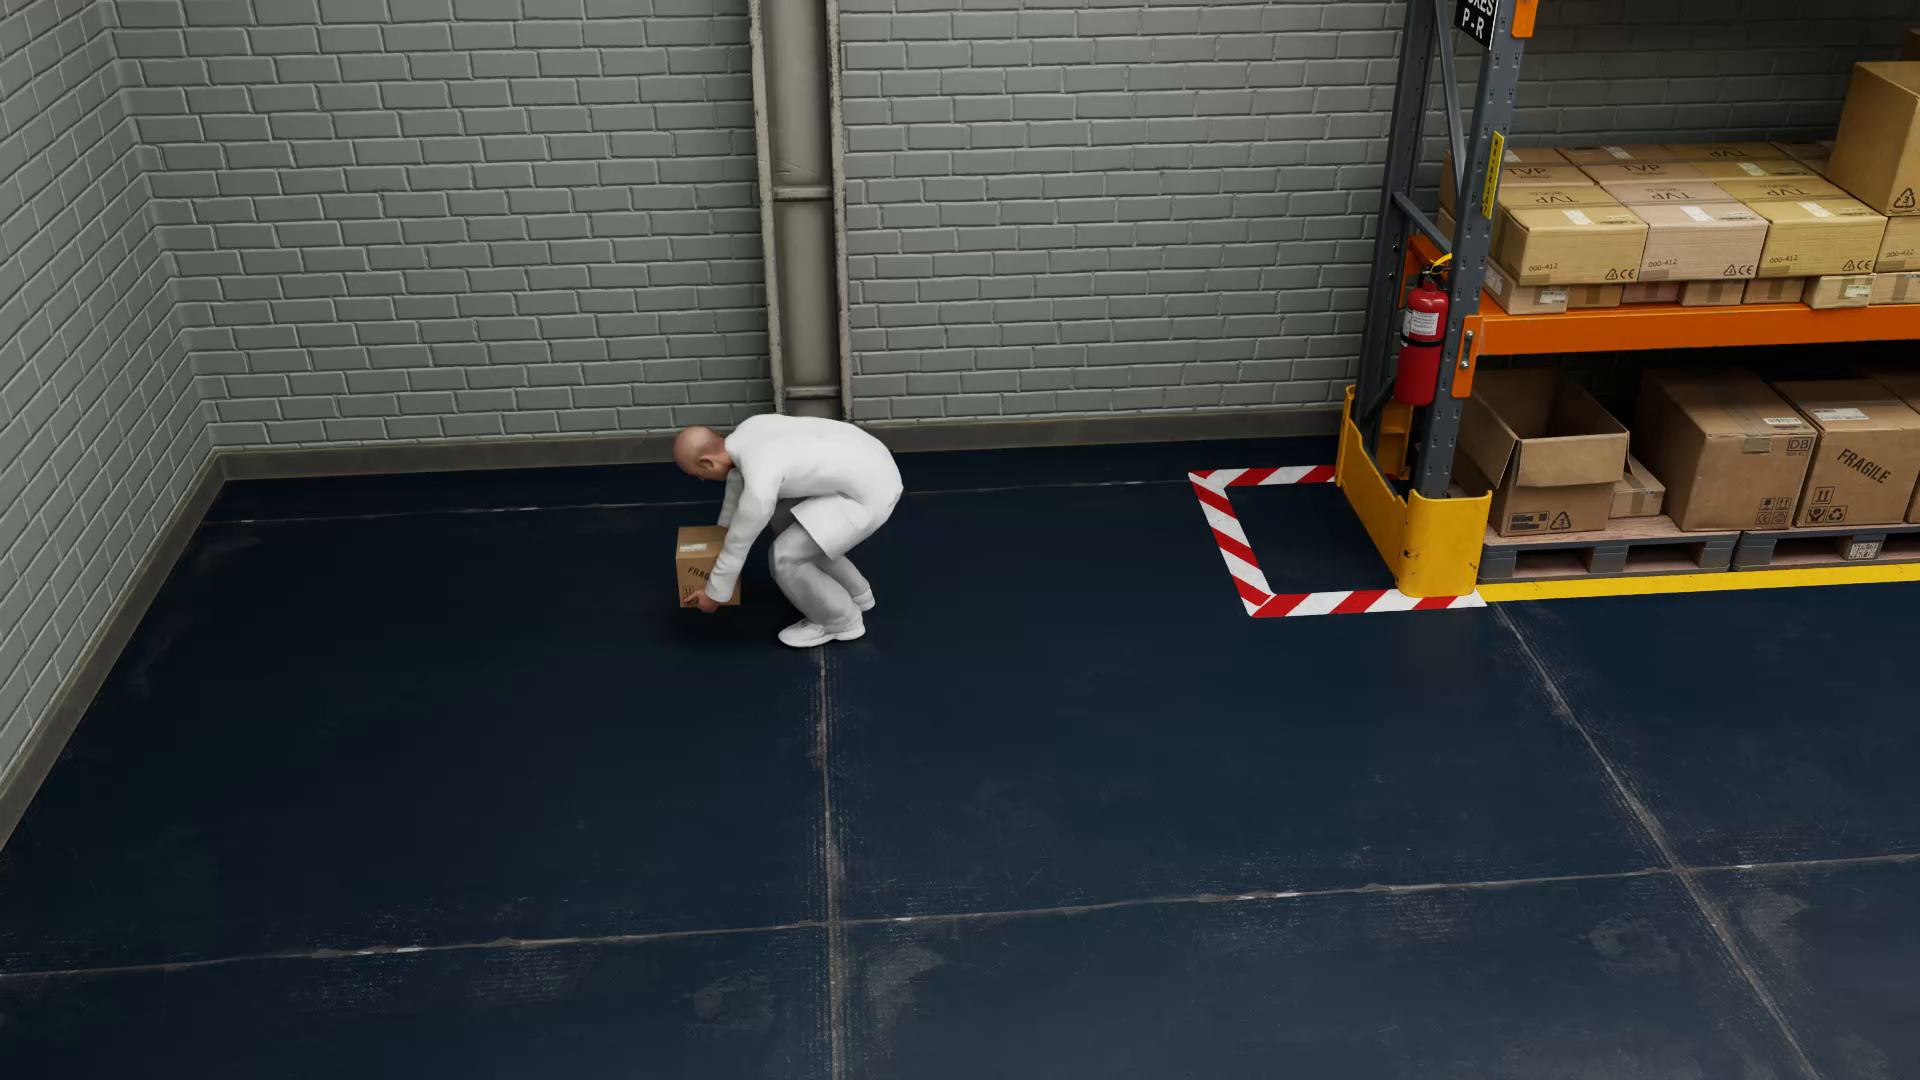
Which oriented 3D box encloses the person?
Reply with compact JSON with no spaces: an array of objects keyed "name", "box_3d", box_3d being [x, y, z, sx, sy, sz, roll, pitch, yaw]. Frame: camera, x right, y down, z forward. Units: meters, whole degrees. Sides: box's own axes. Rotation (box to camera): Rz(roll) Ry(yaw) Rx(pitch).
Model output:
[{"name":"person","box_3d":[-0.708,-0.049,7.005,0.942,0.986,0.587,-4,31,-7]}]
